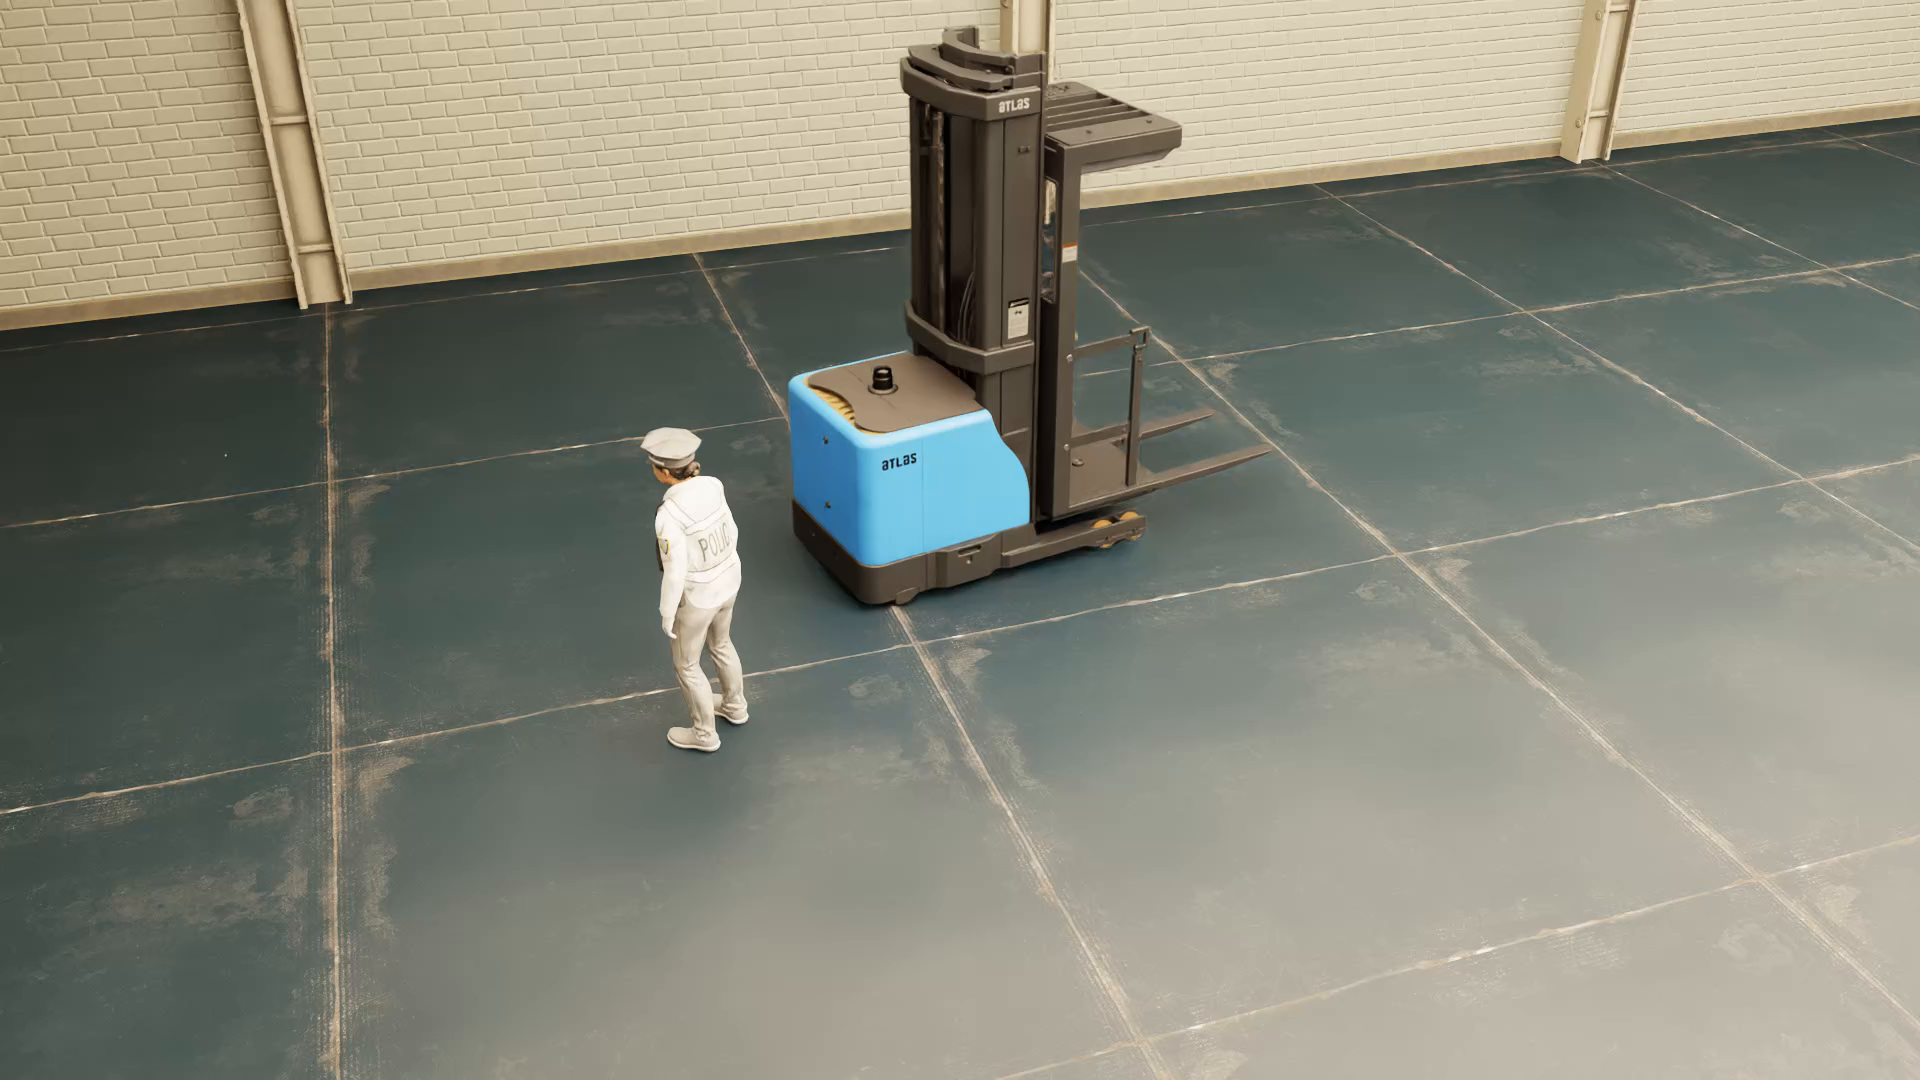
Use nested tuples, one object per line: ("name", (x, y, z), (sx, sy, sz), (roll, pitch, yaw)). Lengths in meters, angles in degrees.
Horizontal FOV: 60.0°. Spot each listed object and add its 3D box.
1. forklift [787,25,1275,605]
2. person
("forklift", (0.536, -1.434, 9.579), (3.031, 2.935, 1.130), (-16, 34, -26))
("person", (-1.249, 0.254, 7.920), (0.375, 1.661, 0.534), (15, 33, 25))
